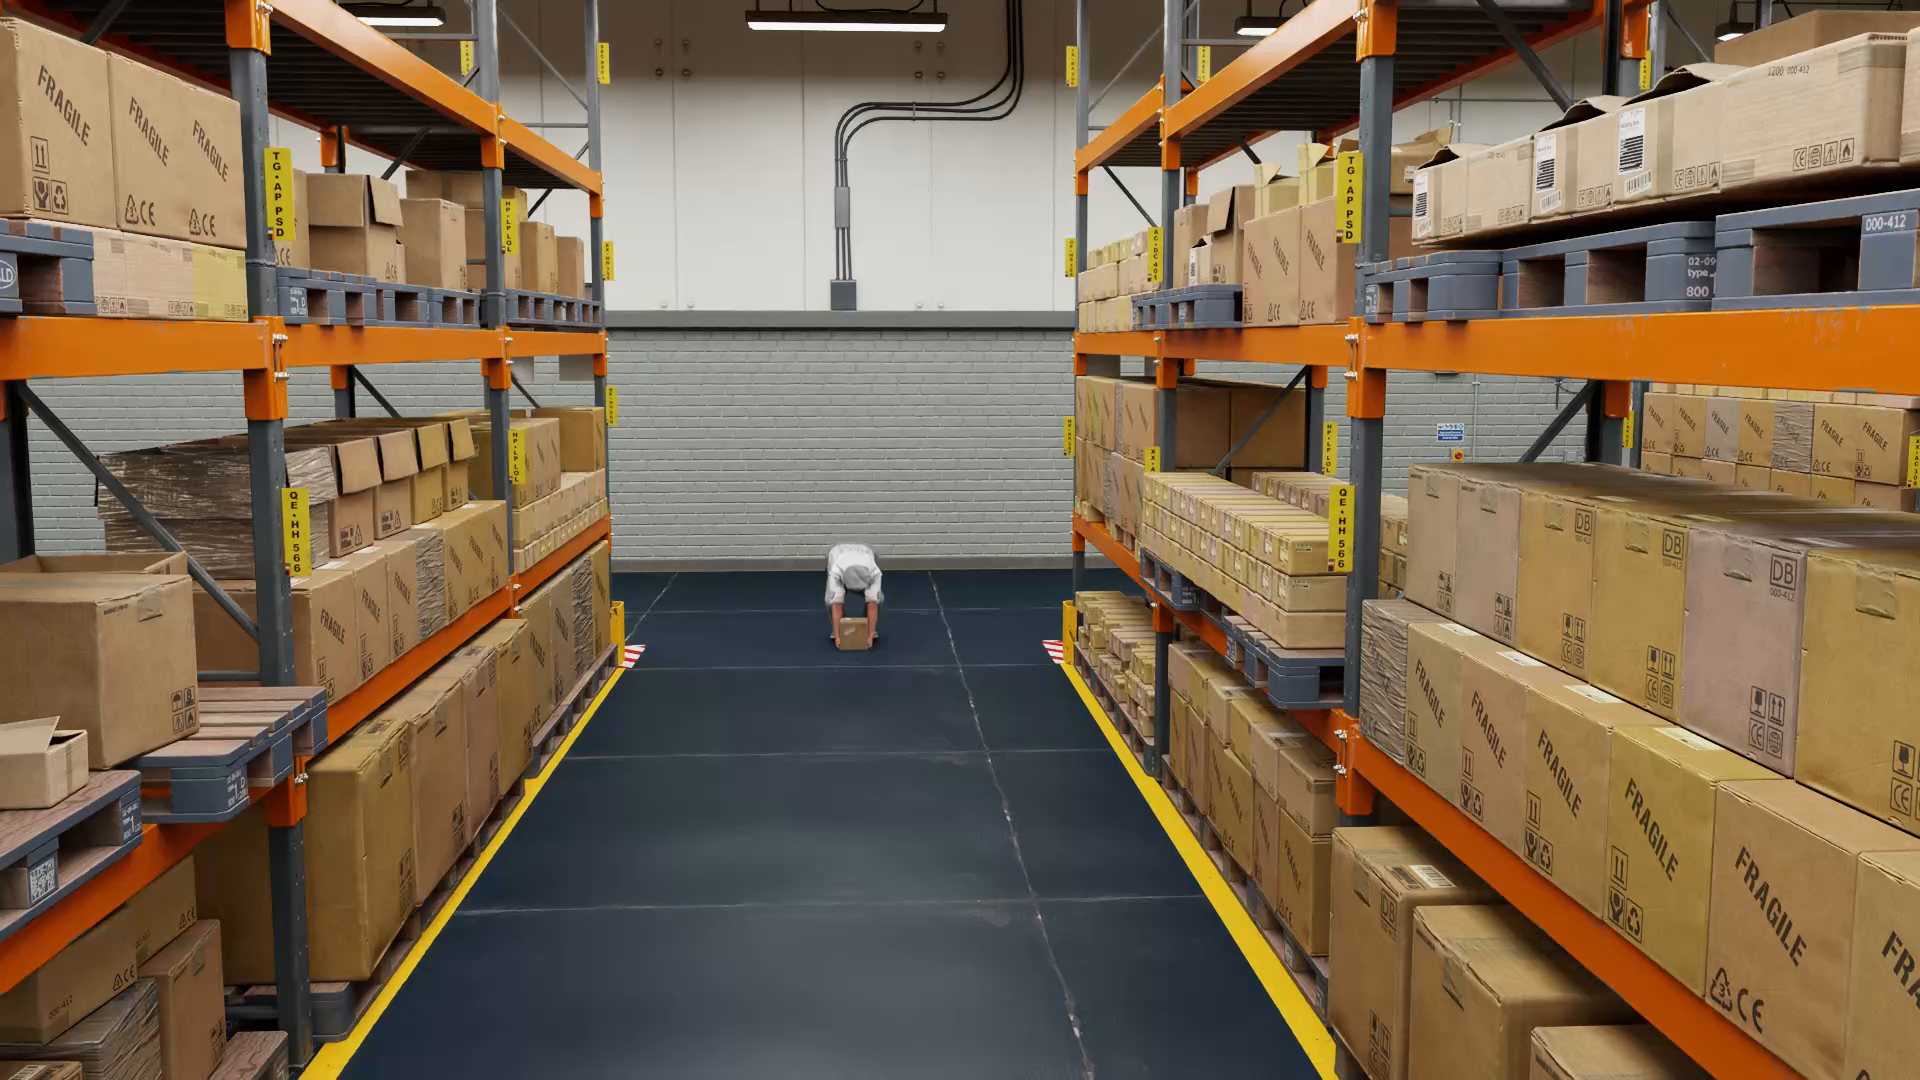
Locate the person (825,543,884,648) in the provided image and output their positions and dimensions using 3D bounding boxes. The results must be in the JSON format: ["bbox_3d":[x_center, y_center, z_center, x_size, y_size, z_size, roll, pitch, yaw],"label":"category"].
[{"bbox_3d":[-0.967,0.502,15.234,0.542,0.902,1.029,-1,7,-6],"label":"person"}]
